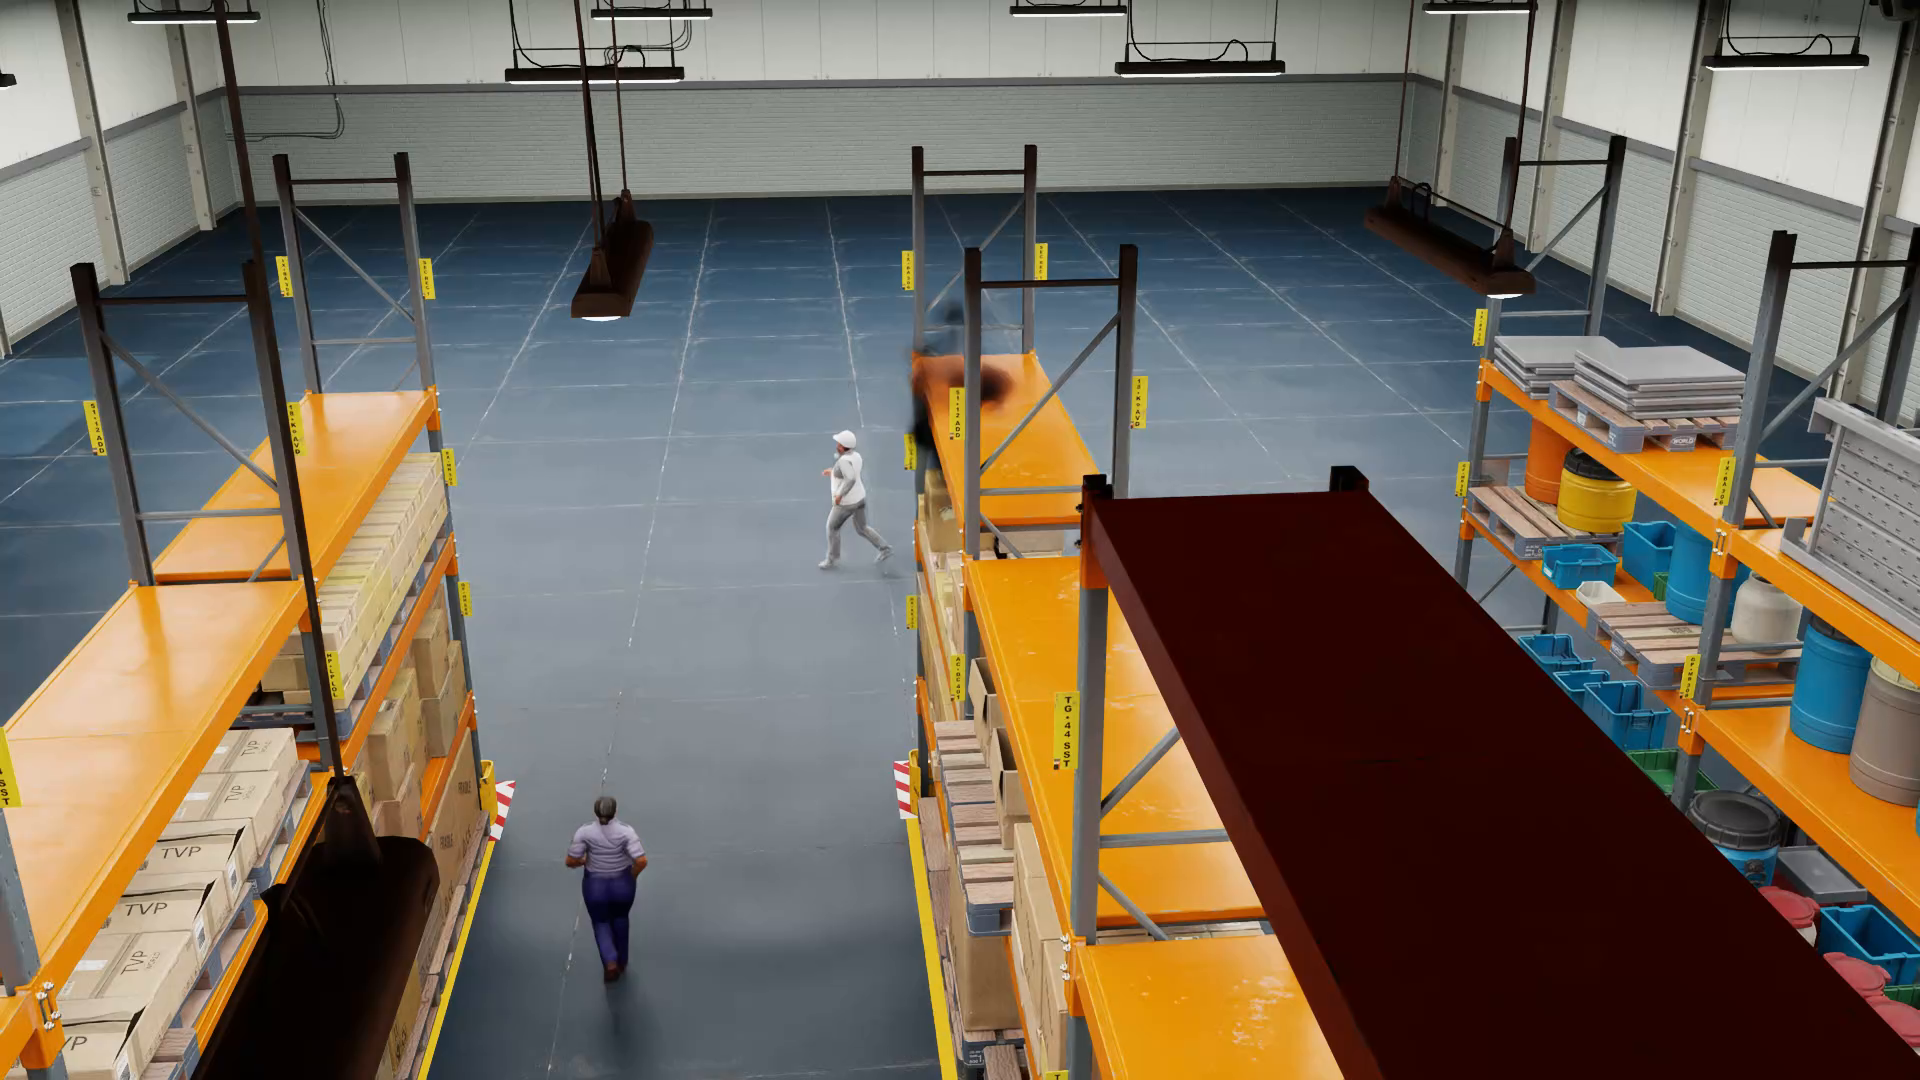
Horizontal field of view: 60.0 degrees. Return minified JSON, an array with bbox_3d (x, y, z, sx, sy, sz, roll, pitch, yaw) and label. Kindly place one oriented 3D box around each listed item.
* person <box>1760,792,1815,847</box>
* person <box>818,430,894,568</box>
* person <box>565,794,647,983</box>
[{"bbox_3d":[6.886,2.299,13.487,0.711,1.769,0.900,-5,22,-12],"label":"person"},{"bbox_3d":[-1.315,-0.458,20.393,0.945,1.808,0.665,10,24,23],"label":"person"},{"bbox_3d":[-2.679,2.685,12.695,0.602,1.637,0.693,-4,22,-10],"label":"person"}]
